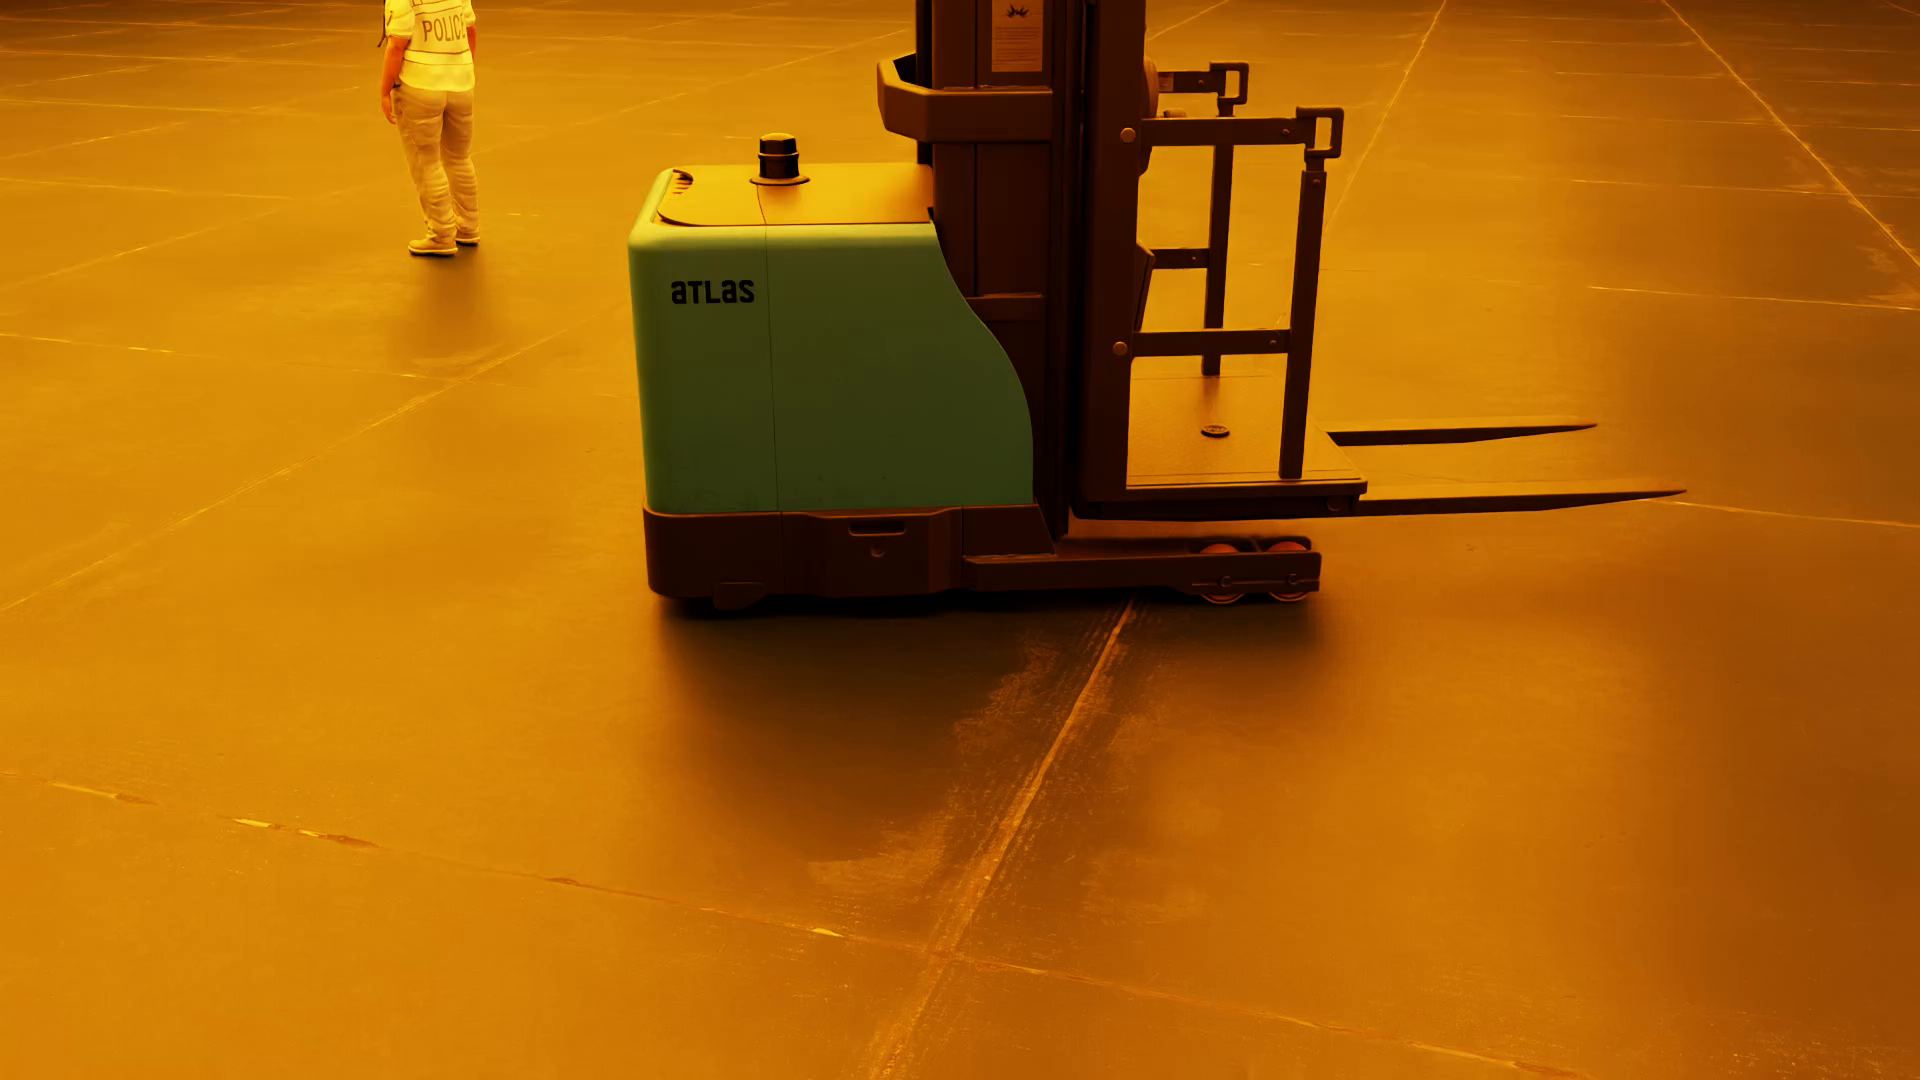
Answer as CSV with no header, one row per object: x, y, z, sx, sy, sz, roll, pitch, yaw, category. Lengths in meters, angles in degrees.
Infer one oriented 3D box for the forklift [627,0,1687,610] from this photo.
0.606,-1.374,4.608,3.031,2.935,1.130,-2,23,-4,forklift

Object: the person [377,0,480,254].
-2.738,-2.302,8.495,0.529,1.670,0.598,14,26,31,person
